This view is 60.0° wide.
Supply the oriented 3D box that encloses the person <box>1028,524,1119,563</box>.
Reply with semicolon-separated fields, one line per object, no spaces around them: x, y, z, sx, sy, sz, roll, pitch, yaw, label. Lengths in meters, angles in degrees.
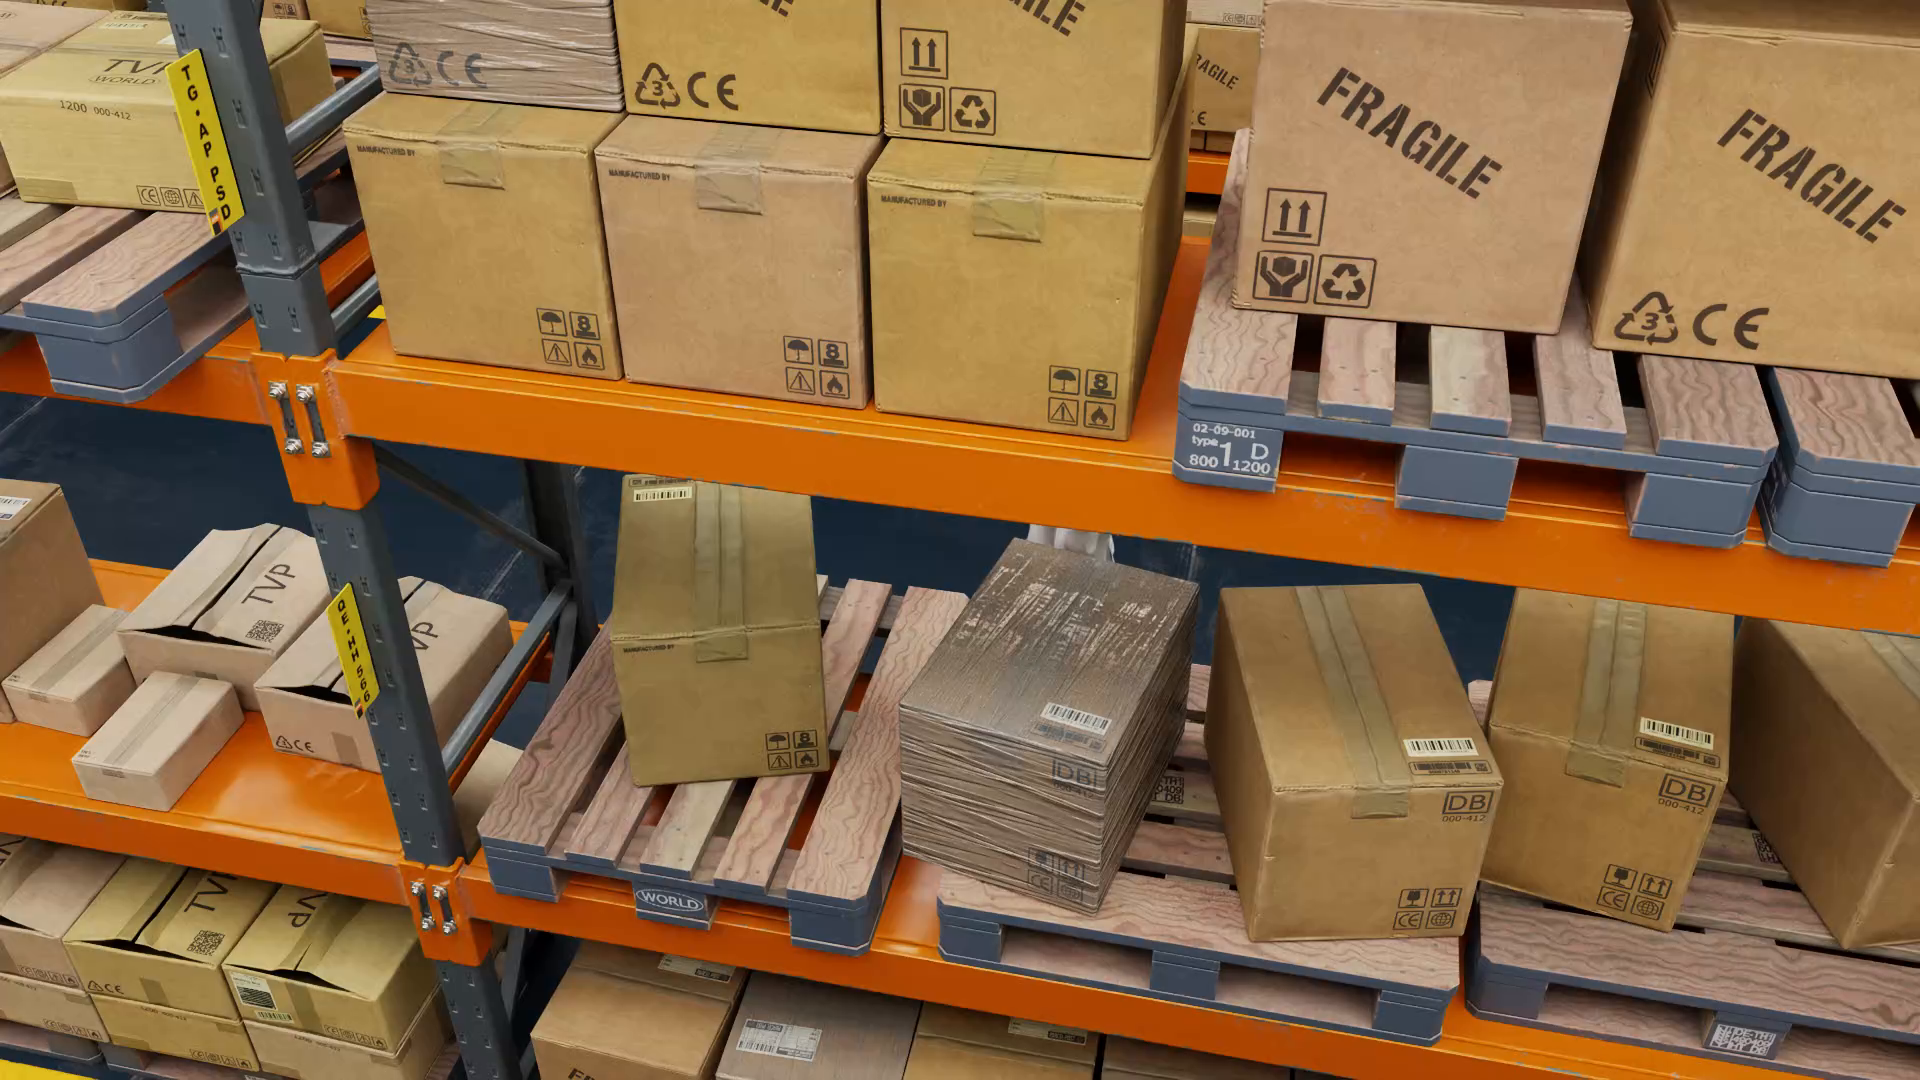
0.441;0.211;5.871;0.416;1.774;0.656;6;37;9;person
